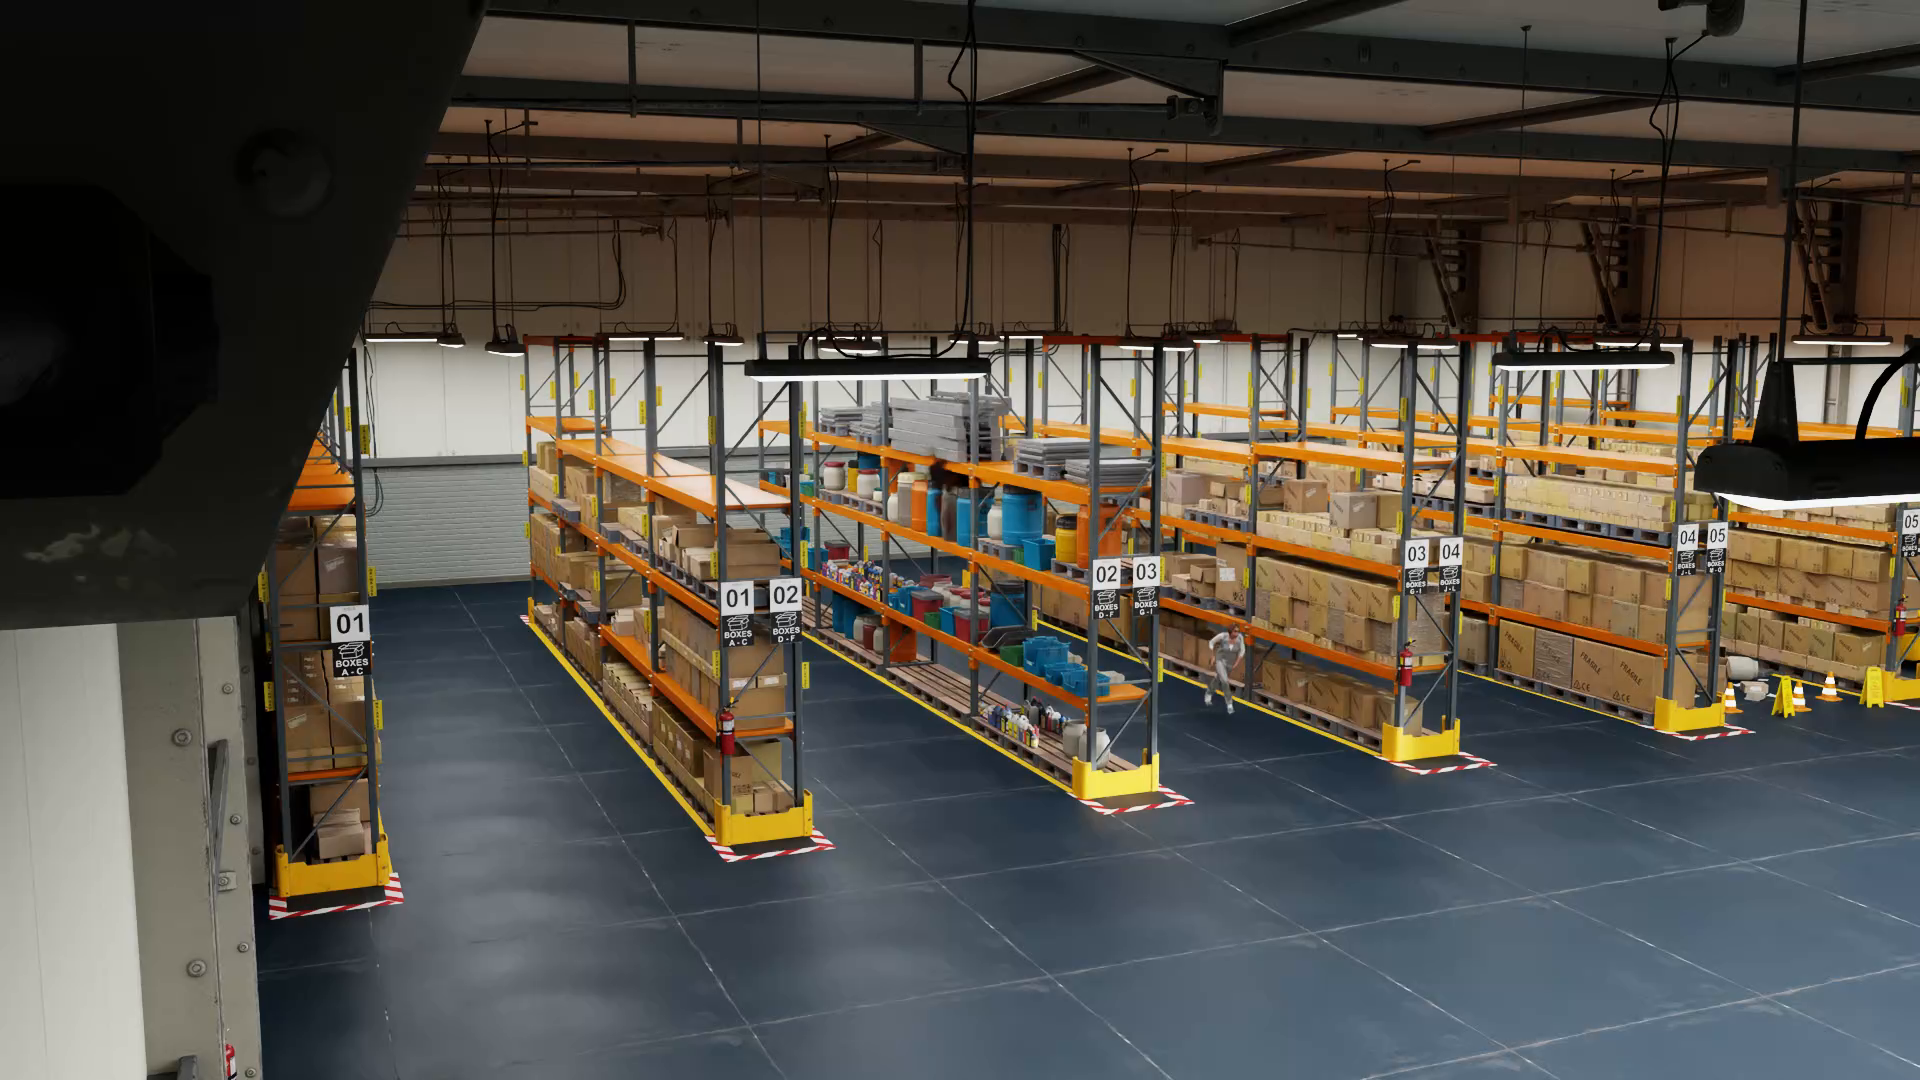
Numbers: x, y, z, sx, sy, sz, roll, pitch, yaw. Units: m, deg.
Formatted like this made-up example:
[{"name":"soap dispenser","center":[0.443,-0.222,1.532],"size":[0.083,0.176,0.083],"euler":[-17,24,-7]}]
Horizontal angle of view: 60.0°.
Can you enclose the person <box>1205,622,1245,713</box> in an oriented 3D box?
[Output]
[{"name":"person","center":[4.109,1.925,25.932],"size":[0.528,1.438,0.966],"euler":[-2,8,-14]}]

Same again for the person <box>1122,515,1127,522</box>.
[{"name":"person","center":[3.889,0.227,39.510],"size":[0.635,1.683,0.647],"euler":[-3,8,-20]}]
